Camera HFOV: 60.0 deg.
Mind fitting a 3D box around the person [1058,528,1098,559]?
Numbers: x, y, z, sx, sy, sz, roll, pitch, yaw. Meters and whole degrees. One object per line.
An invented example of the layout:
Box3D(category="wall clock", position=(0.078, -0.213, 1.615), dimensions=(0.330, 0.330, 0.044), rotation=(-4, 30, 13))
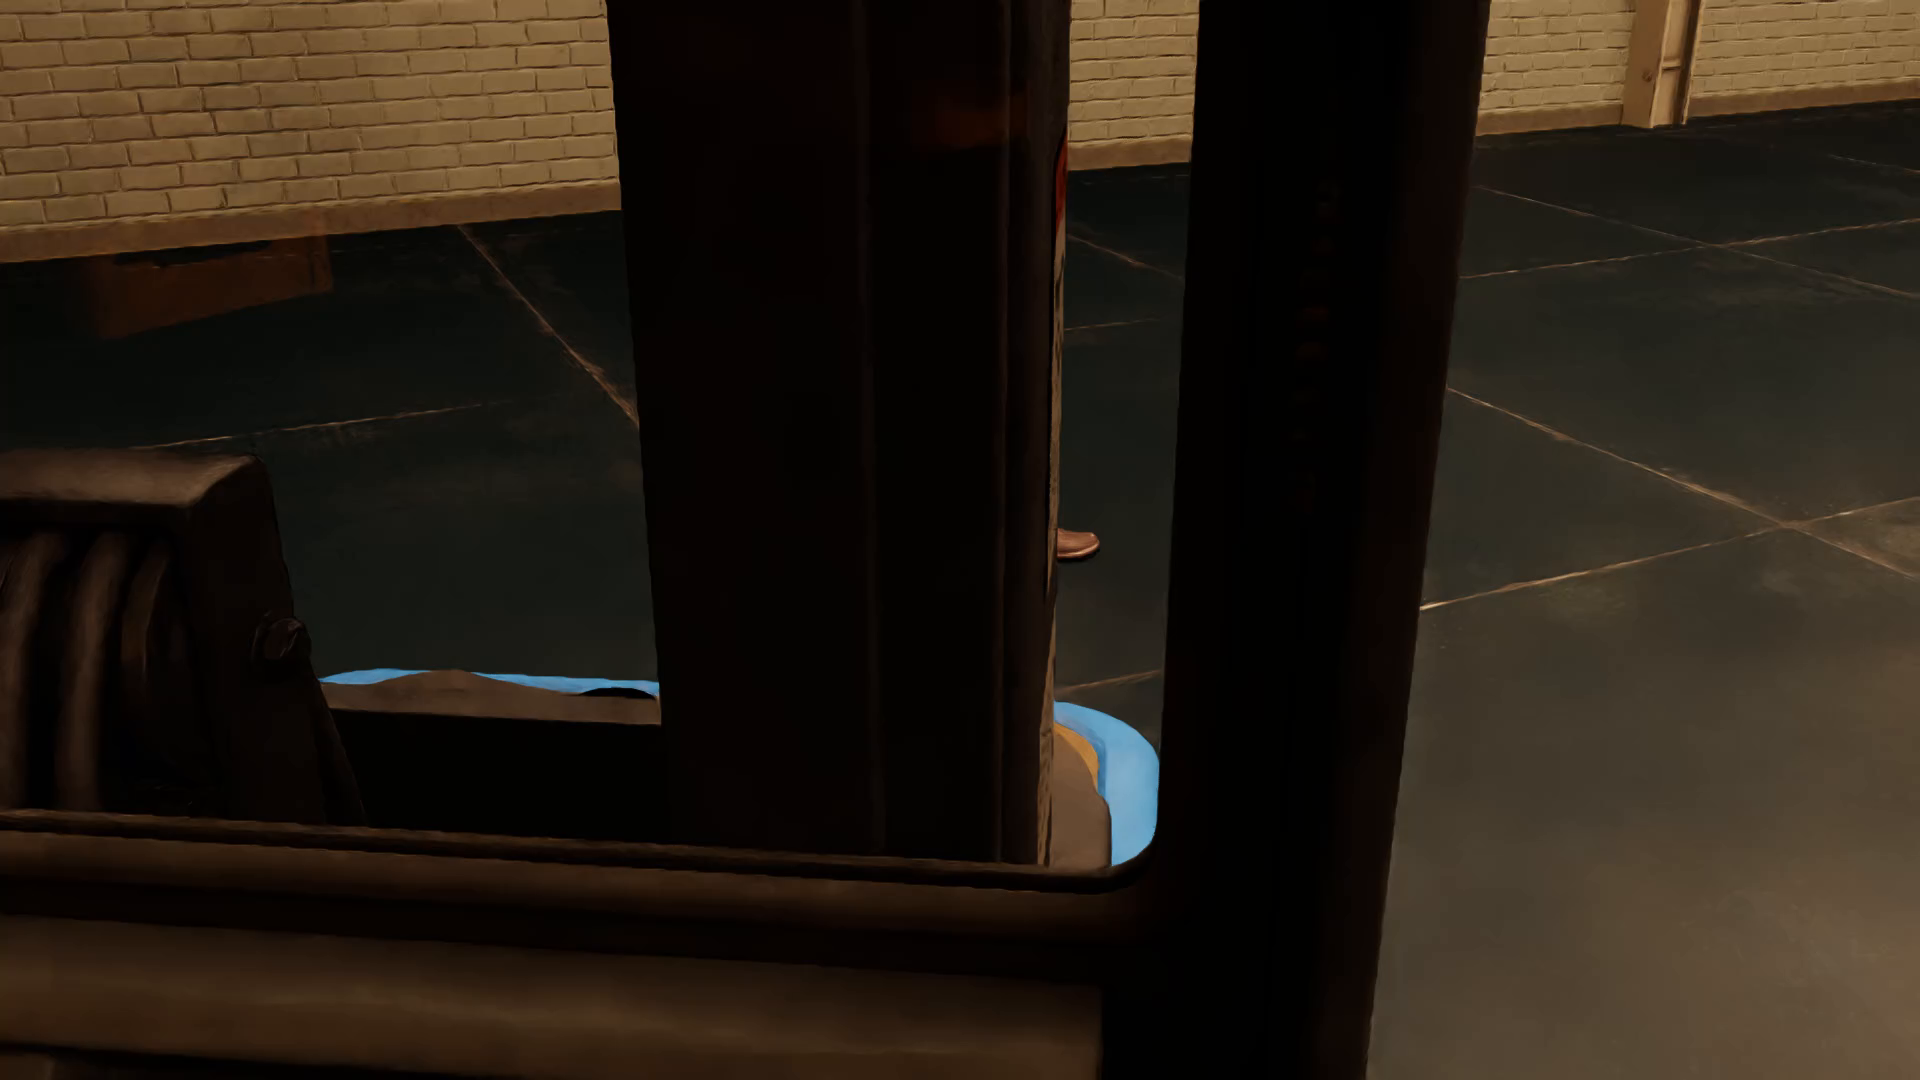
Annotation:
Box3D(category="person", position=(0.088, -0.773, 4.807), dimensions=(0.503, 1.642, 0.570), rotation=(-10, 25, -23))
